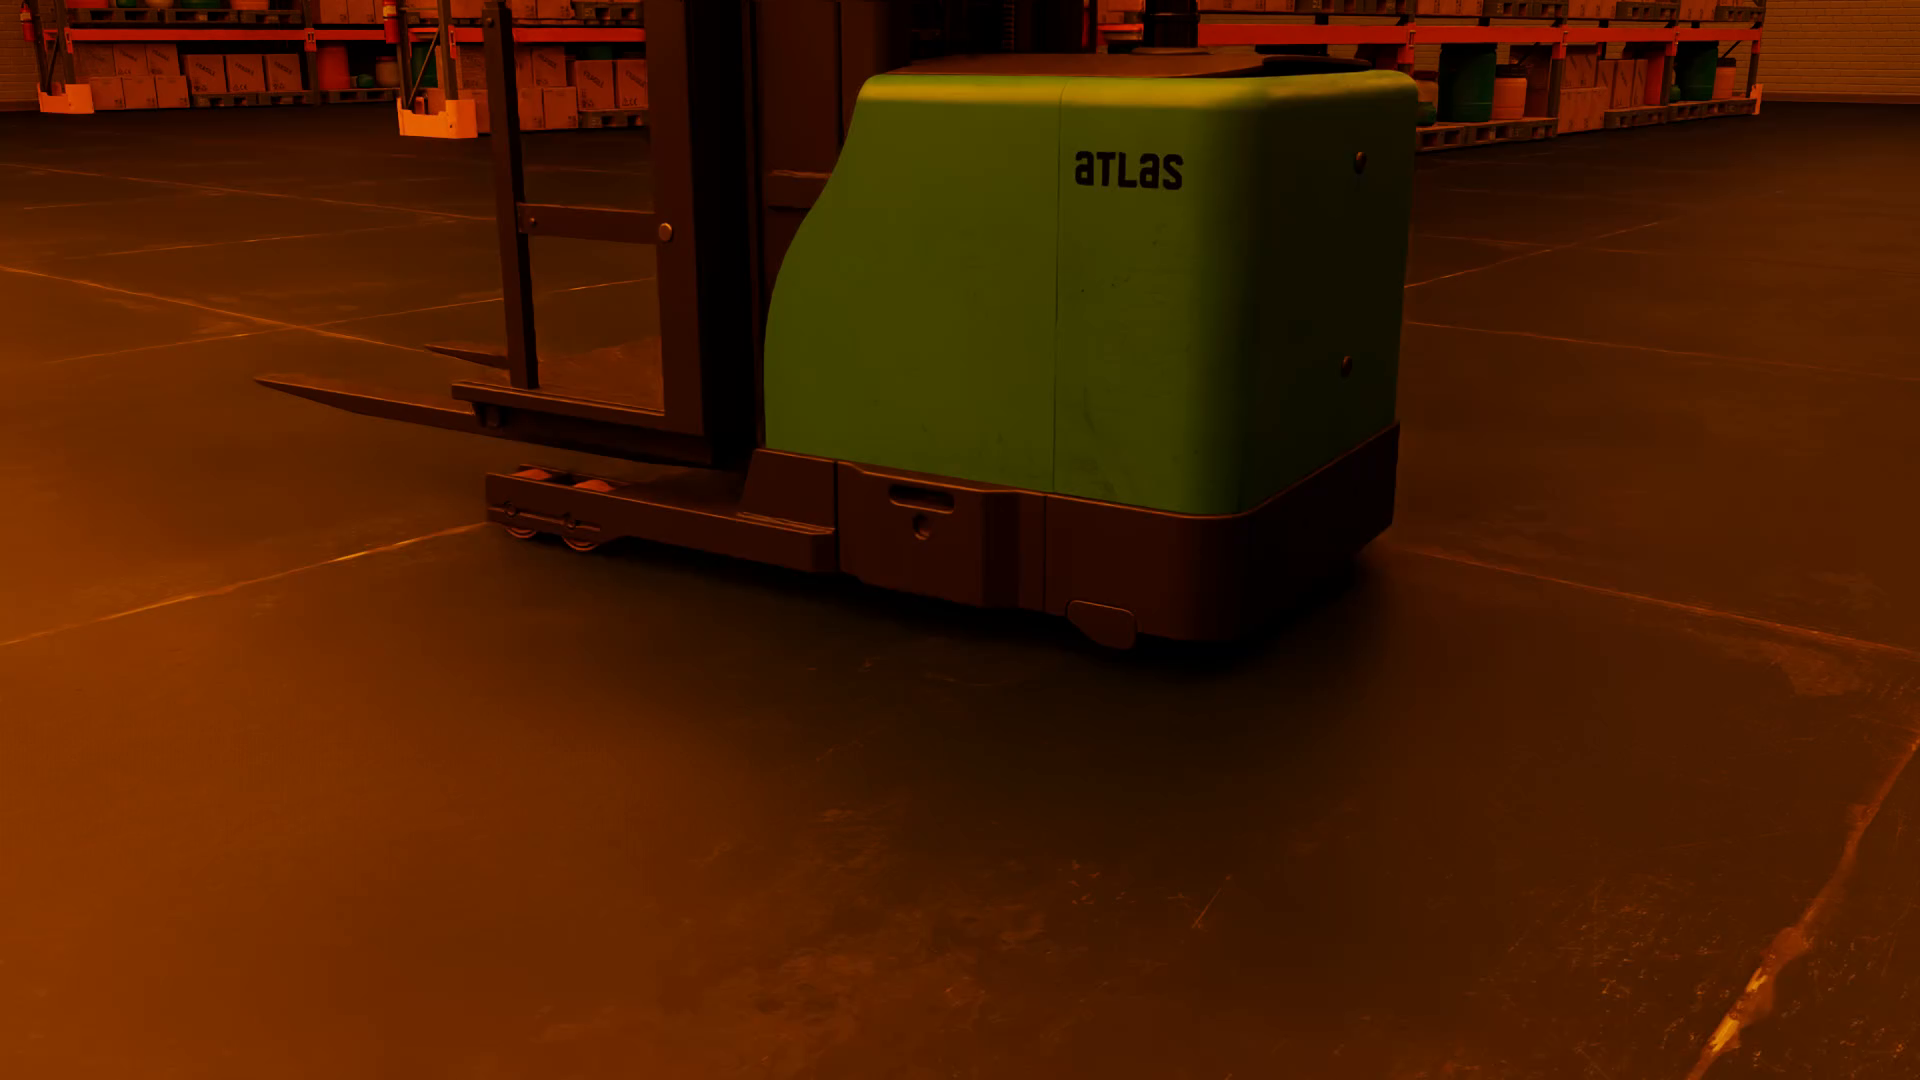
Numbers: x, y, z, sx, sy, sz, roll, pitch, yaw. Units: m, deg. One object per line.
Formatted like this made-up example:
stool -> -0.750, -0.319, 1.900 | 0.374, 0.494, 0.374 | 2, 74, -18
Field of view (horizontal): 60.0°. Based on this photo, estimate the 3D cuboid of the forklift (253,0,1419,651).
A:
forklift -> -0.526, -1.494, 3.817 | 3.031, 2.935, 1.130 | 10, 20, 30
